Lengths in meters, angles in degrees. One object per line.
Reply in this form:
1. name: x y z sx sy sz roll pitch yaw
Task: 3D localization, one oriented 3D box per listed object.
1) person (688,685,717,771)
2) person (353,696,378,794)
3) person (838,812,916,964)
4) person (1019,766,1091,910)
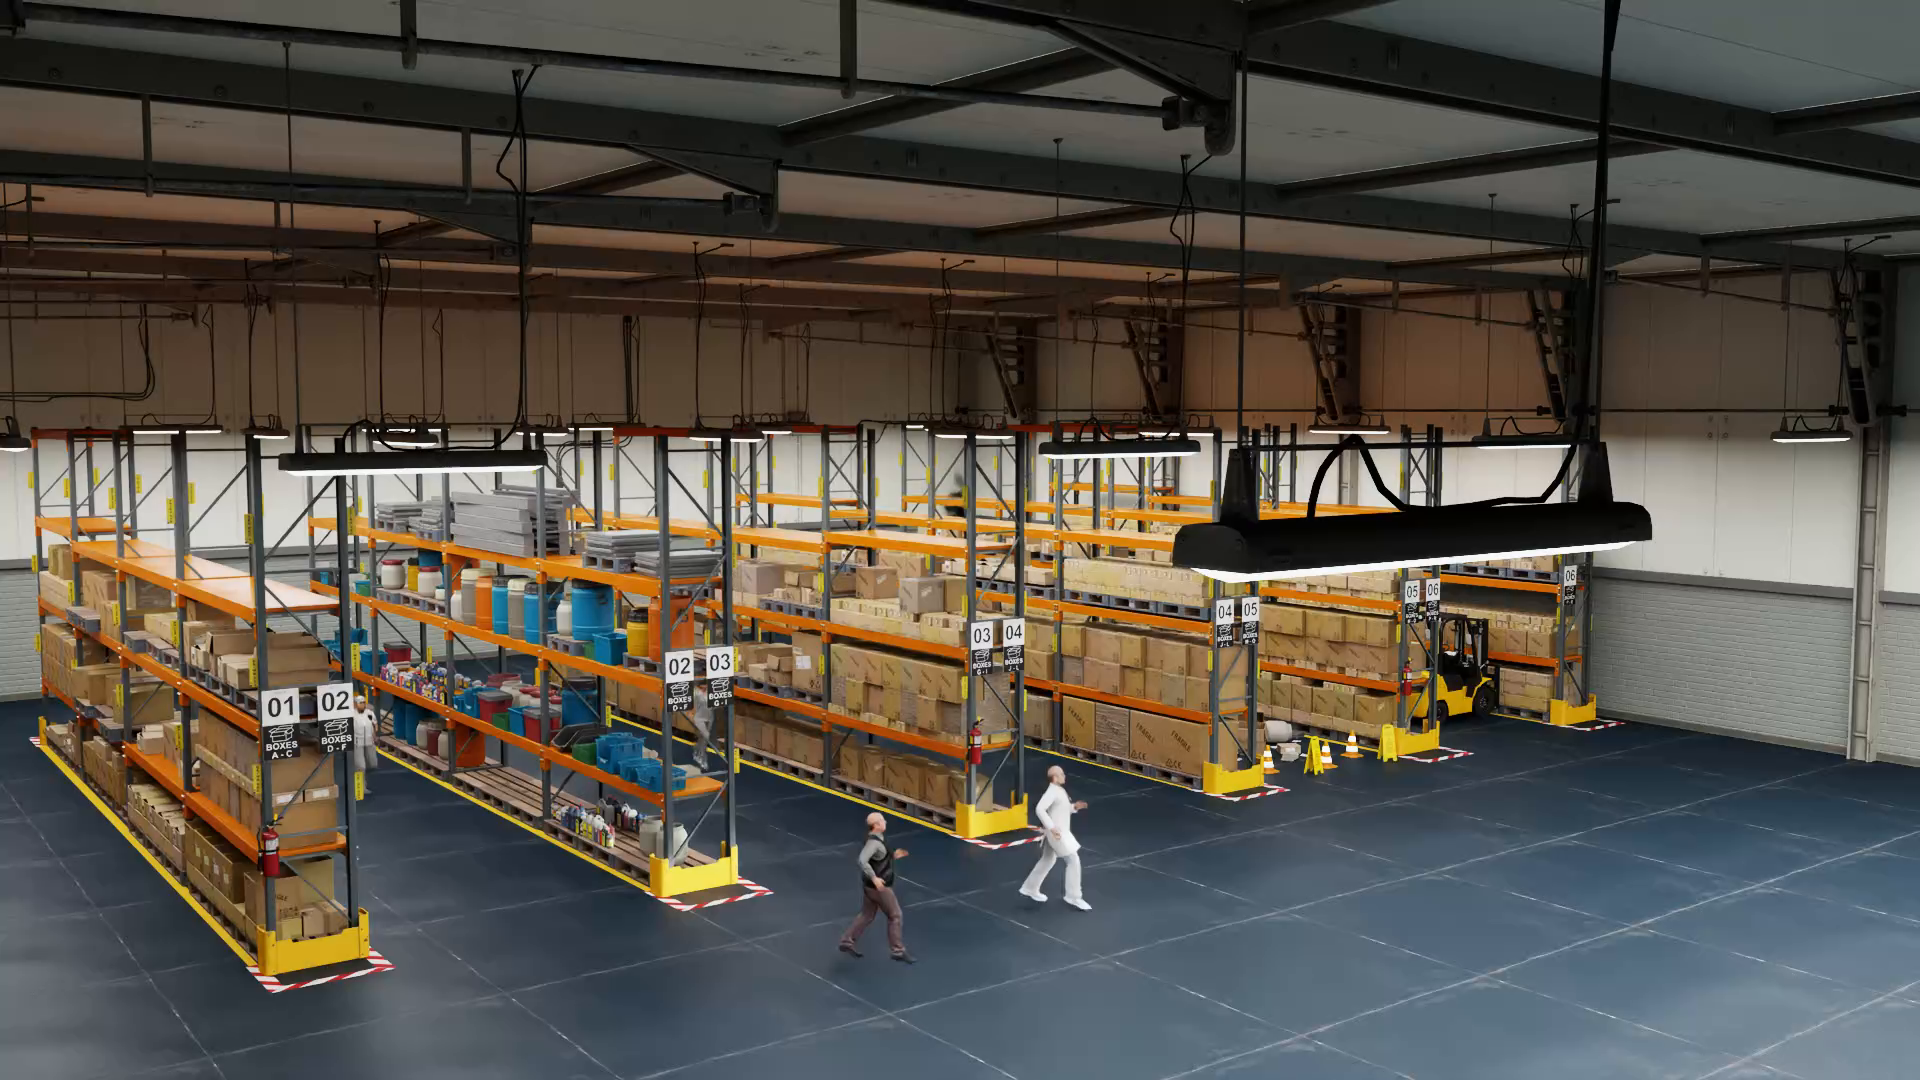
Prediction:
1. person: -4.537 3.228 29.344 0.710 1.644 0.503 4 6 42
2. person: -9.895 3.373 27.461 0.594 1.609 0.556 -4 6 -38
3. person: -0.944 4.068 18.934 0.877 1.551 0.638 -1 5 -15
4. person: 1.209 3.774 21.098 0.902 1.833 0.680 0 4 -5
